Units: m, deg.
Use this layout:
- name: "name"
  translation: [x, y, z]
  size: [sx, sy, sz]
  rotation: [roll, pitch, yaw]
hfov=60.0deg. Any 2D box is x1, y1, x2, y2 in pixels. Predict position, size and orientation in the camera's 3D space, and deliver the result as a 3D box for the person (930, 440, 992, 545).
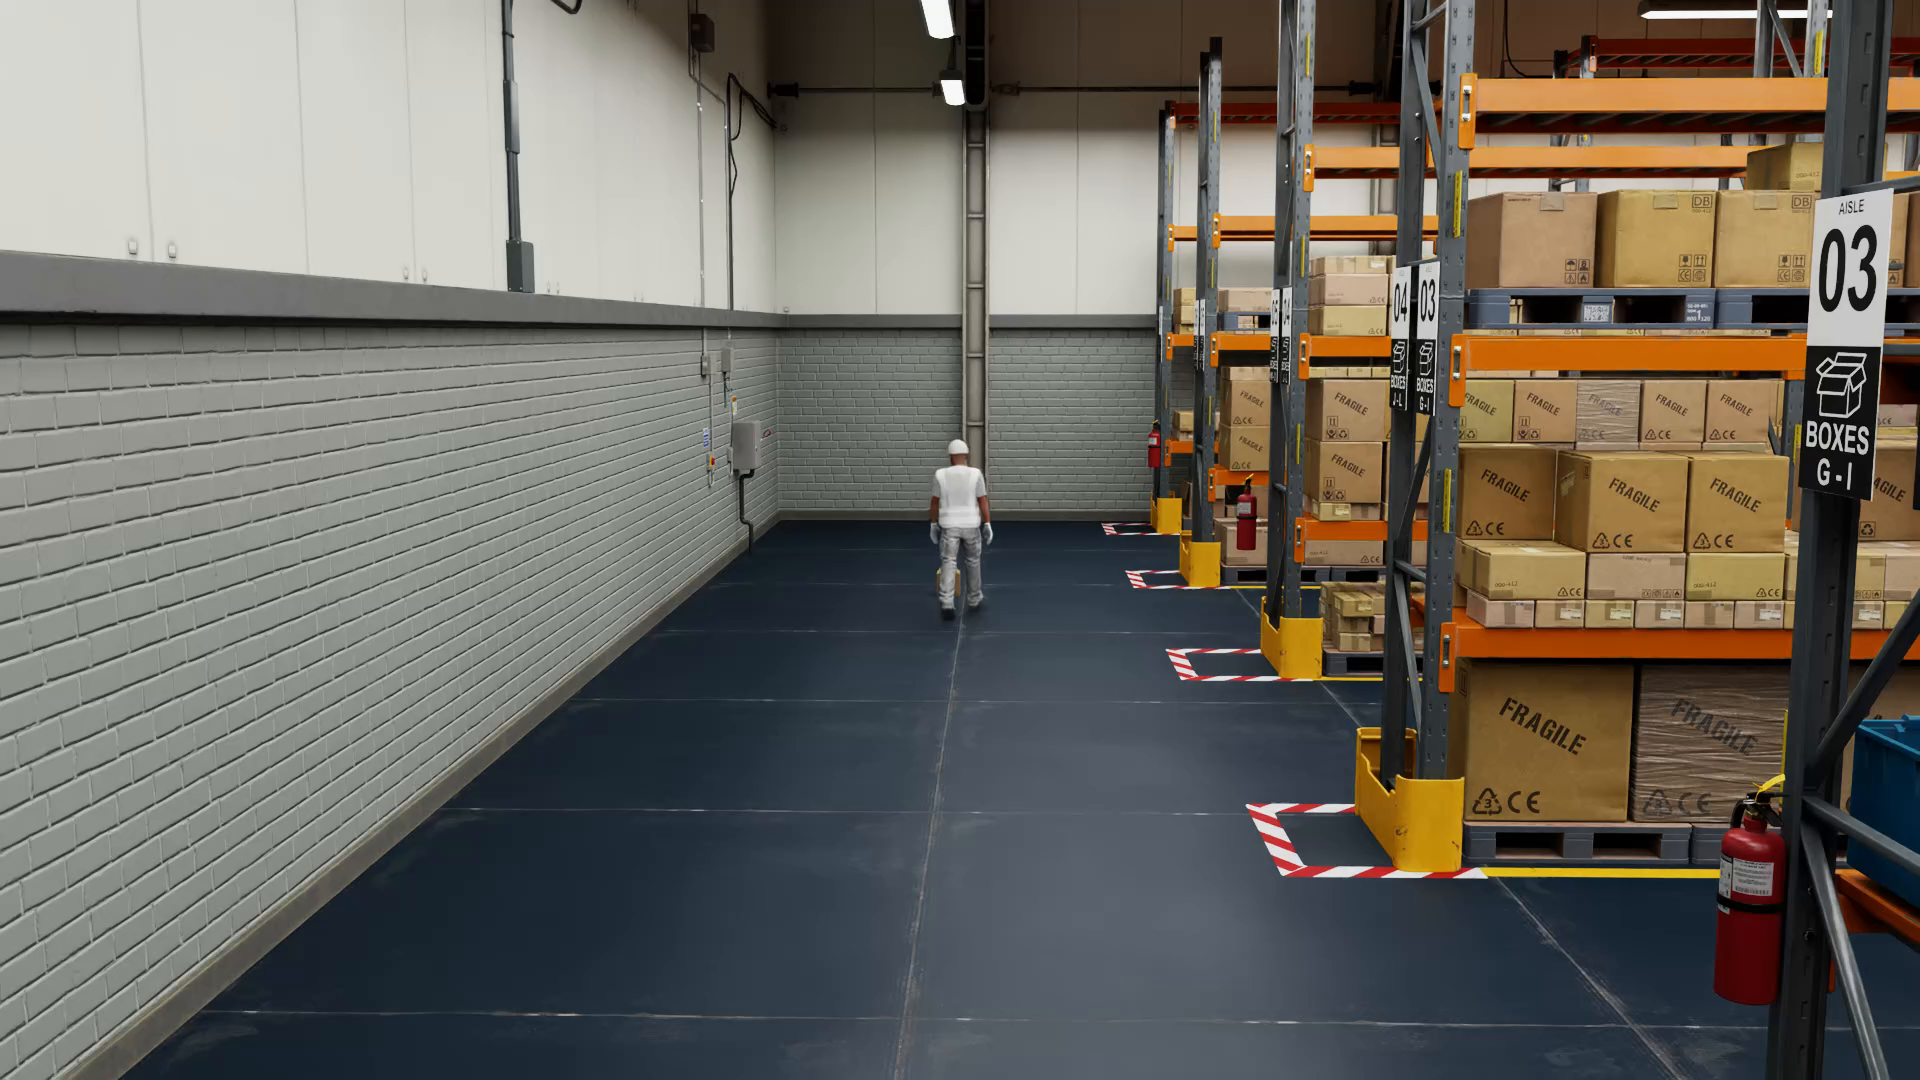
- name: "person"
  translation: [0.012, -0.484, 16.906]
  size: [0.629, 1.066, 0.403]
  rotation: [0, 7, 0]
